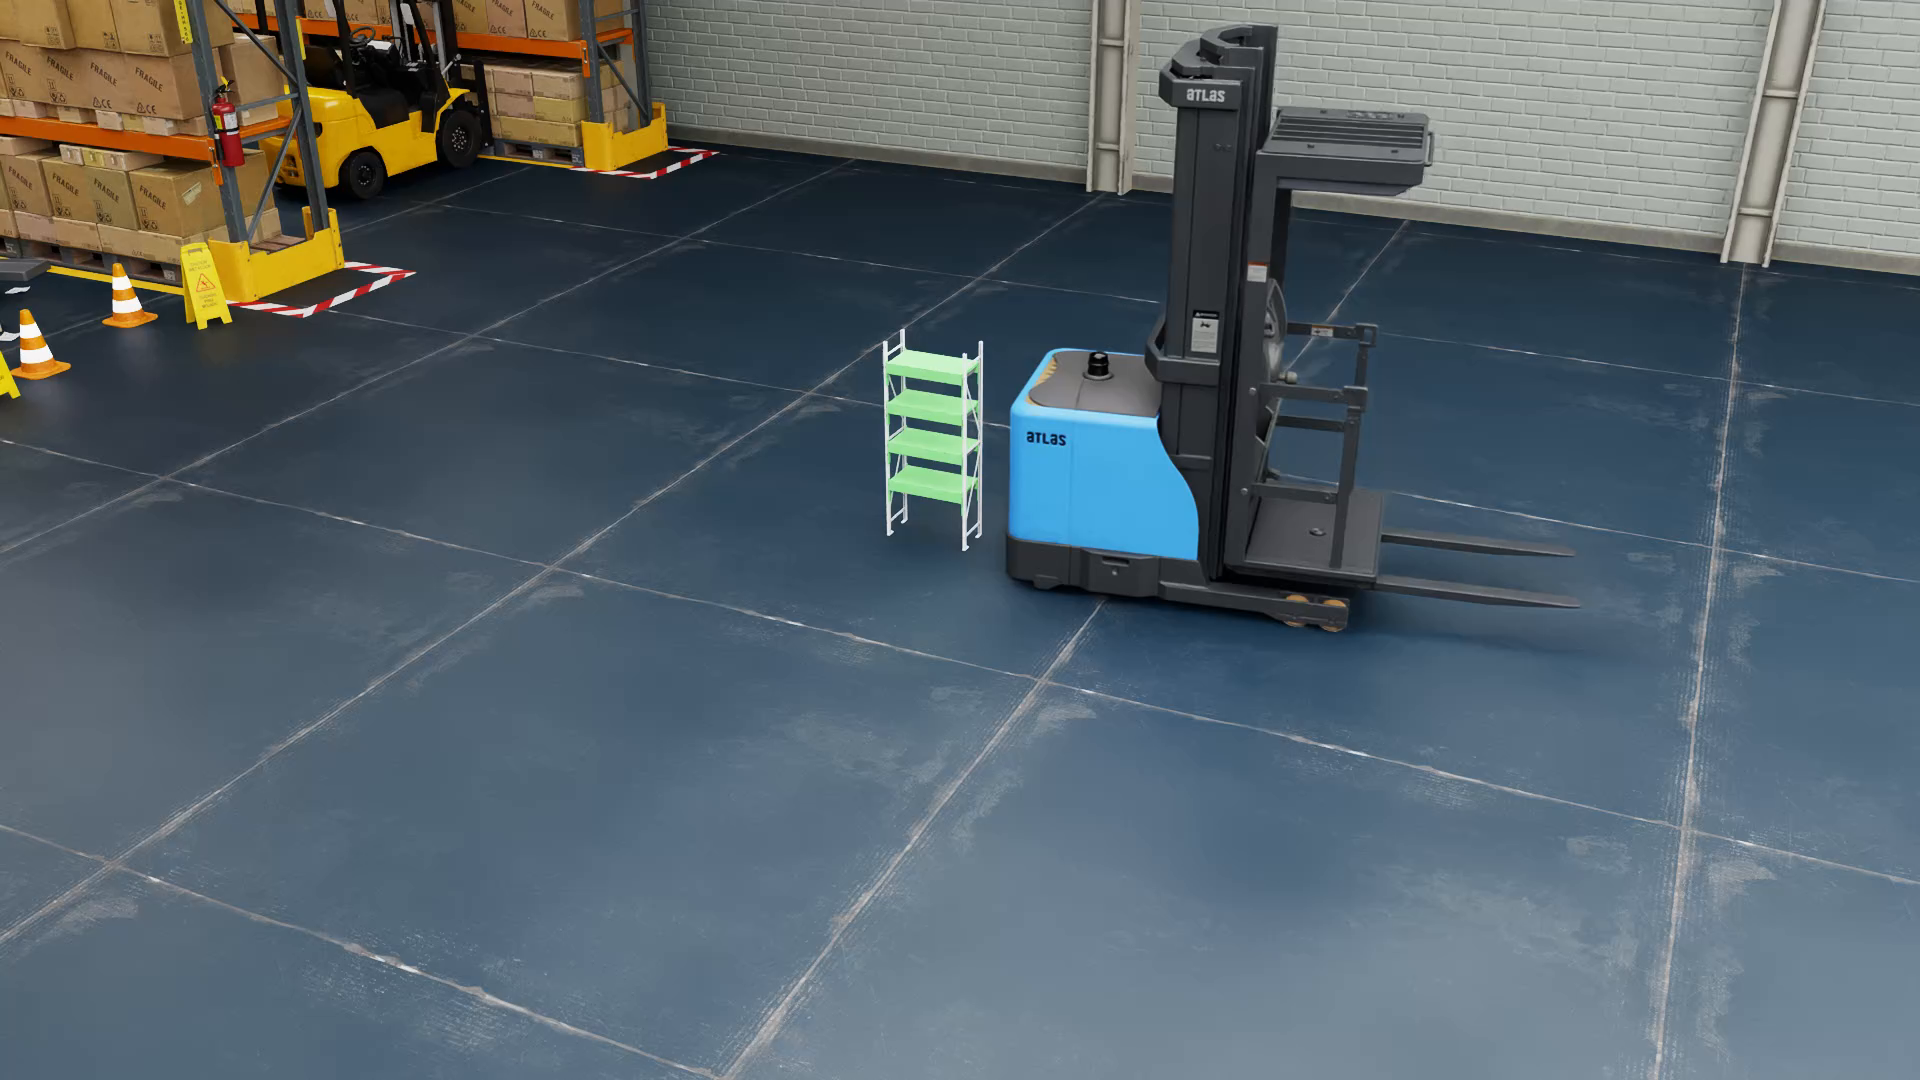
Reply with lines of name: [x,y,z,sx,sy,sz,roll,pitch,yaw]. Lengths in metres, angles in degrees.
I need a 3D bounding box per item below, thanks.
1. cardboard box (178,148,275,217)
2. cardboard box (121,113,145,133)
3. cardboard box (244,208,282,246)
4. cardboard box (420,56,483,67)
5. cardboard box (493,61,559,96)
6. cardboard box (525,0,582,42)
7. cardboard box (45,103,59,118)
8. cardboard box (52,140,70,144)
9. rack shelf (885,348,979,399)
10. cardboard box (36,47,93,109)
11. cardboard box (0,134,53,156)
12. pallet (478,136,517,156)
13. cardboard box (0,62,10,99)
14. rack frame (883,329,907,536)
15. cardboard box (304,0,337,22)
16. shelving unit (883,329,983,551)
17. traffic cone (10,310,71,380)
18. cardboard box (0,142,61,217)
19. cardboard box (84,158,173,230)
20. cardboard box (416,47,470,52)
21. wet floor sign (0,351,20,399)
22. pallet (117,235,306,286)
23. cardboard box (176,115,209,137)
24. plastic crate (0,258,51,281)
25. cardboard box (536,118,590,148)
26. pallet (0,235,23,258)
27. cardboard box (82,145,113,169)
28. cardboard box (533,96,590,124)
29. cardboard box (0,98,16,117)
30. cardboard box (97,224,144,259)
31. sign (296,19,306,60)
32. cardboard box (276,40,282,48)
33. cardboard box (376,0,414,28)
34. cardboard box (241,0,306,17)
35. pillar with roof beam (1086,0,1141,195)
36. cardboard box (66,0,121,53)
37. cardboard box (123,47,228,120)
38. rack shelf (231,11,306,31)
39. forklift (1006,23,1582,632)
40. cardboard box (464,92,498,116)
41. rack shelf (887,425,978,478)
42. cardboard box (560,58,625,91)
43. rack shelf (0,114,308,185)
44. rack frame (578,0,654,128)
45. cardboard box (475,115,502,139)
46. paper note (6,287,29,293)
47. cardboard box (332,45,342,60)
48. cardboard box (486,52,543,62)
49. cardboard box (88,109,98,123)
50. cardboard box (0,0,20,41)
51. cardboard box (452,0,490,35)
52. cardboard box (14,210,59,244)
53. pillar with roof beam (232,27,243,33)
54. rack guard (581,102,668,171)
cardboard box: [-6.365,-3.101,14.442,0.500,0.500,0.500,10,28,20]
cardboard box: [-6.653,-3.474,13.695,0.250,0.149,0.380,11,28,21]
cardboard box: [-6.343,-2.761,14.599,0.500,0.250,0.500,11,28,21]
cardboard box: [-5.609,-5.181,18.383,0.500,0.250,0.500,11,28,21]
cardboard box: [-4.687,-4.997,18.009,0.500,0.250,0.500,12,29,23]
cardboard box: [-4.229,-5.573,17.561,0.500,0.500,0.500,11,28,21]
cardboard box: [-7.536,-3.704,14.163,0.250,0.149,0.380,11,28,22]
cardboard box: [-7.786,-3.385,15.017,0.500,0.500,0.500,13,29,24]
rack shelf: [-0.151,-0.942,9.363,0.480,0.148,0.258,11,28,22]
cardboard box: [-7.239,-3.900,13.826,0.500,0.500,0.500,11,28,22]
cardboard box: [-8.135,-3.456,14.428,0.250,0.149,0.380,13,29,25]
pallet: [-5.492,-4.640,18.934,1.213,0.211,1.003,11,28,22]
cardboard box: [-8.161,-4.085,14.201,0.500,0.500,0.500,11,28,21]
rack frame: [-0.373,-0.613,9.637,0.015,1.200,0.240,11,28,22]
cardboard box: [-7.017,-6.134,18.700,0.500,0.500,0.500,11,28,20]
shelving unit: [-0.151,-0.569,9.546,0.503,1.200,0.258,11,28,22]
traffic cone: [-6.799,-1.461,12.193,0.334,0.463,0.336,11,28,22]
cardboard box: [-7.976,-3.165,14.571,0.500,0.500,0.500,13,29,24]
cardboard box: [-7.037,-2.974,14.184,0.500,0.500,0.500,12,29,24]
cardboard box: [-5.863,-5.482,18.994,0.500,0.250,0.500,12,28,22]
wet floor sign: [-6.834,-1.273,11.605,0.232,0.644,0.267,6,27,13]
pallet: [-6.517,-2.473,14.534,1.213,0.211,1.003,11,28,22]
cardboard box: [-6.152,-3.417,13.579,0.250,0.149,0.380,12,29,24]
plastic crate: [-8.275,-2.352,14.437,0.583,0.080,0.402,2,26,4]
cardboard box: [-4.230,-4.458,18.046,0.500,0.250,0.500,12,28,22]
pallet: [-8.738,-2.919,15.440,1.213,0.211,1.003,11,28,22]
cardboard box: [-7.150,-3.259,14.027,0.250,0.149,0.380,12,29,23]
cardboard box: [-4.244,-4.686,17.944,0.500,0.250,0.500,11,28,21]
cardboard box: [-8.050,-3.742,14.239,0.250,0.149,0.380,12,28,22]
cardboard box: [-7.039,-2.640,14.353,0.500,0.250,0.500,11,28,22]
sign: [-5.499,-4.154,13.811,0.005,0.325,0.100,11,28,22]
cardboard box: [-8.496,-5.634,20.011,0.625,0.625,0.875,11,28,21]
cardboard box: [-6.075,-5.953,18.333,0.500,0.500,0.500,11,28,21]
cardboard box: [-7.880,-6.195,19.107,0.500,0.250,0.500,12,29,23]
pillar with roof beam: [-0.253,-5.897,11.540,0.400,9.000,9.100,11,28,22]
cardboard box: [-6.736,-4.275,13.456,0.500,0.500,0.700,12,29,22]
cardboard box: [-6.331,-3.714,13.448,0.500,0.500,0.500,11,28,21]
rack shelf: [-9.134,-6.318,20.002,4.000,0.370,1.077,11,28,22]
forklift: [1.829,-1.092,8.651,3.031,2.935,1.130,7,27,14]
cardboard box: [-5.175,-4.868,18.314,0.500,0.250,0.500,11,28,21]
rack shelf: [-0.151,-0.511,9.575,0.480,0.148,0.258,11,28,22]
cardboard box: [-4.031,-5.111,18.241,0.500,0.250,0.500,11,28,21]
rack shelf: [-7.544,-3.590,14.461,4.000,0.370,1.077,11,28,22]
rack frame: [-3.672,-5.544,17.614,0.127,3.000,1.000,11,28,22]
cardboard box: [-5.131,-4.647,18.431,0.500,0.250,0.500,12,29,22]
paper note: [-7.932,-2.108,13.998,0.148,0.019,0.142,2,26,4]
cardboard box: [-7.003,-5.464,18.958,0.500,0.250,0.500,11,28,21]
cardboard box: [-4.938,-5.297,18.618,0.500,0.250,0.500,11,28,21]
cardboard box: [-7.075,-3.613,13.976,0.250,0.149,0.380,12,29,23]
cardboard box: [-7.640,-4.474,13.860,0.500,0.500,0.700,11,28,21]
cardboard box: [-5.164,-5.765,17.951,0.500,0.500,0.500,11,28,21]
cardboard box: [-7.964,-2.828,14.736,0.500,0.250,0.500,11,28,21]
pillar with roof beam: [-11.176,-8.091,15.996,0.400,9.000,9.100,11,28,22]
rack guard: [-3.650,-4.418,18.158,0.348,0.500,1.175,11,28,22]
